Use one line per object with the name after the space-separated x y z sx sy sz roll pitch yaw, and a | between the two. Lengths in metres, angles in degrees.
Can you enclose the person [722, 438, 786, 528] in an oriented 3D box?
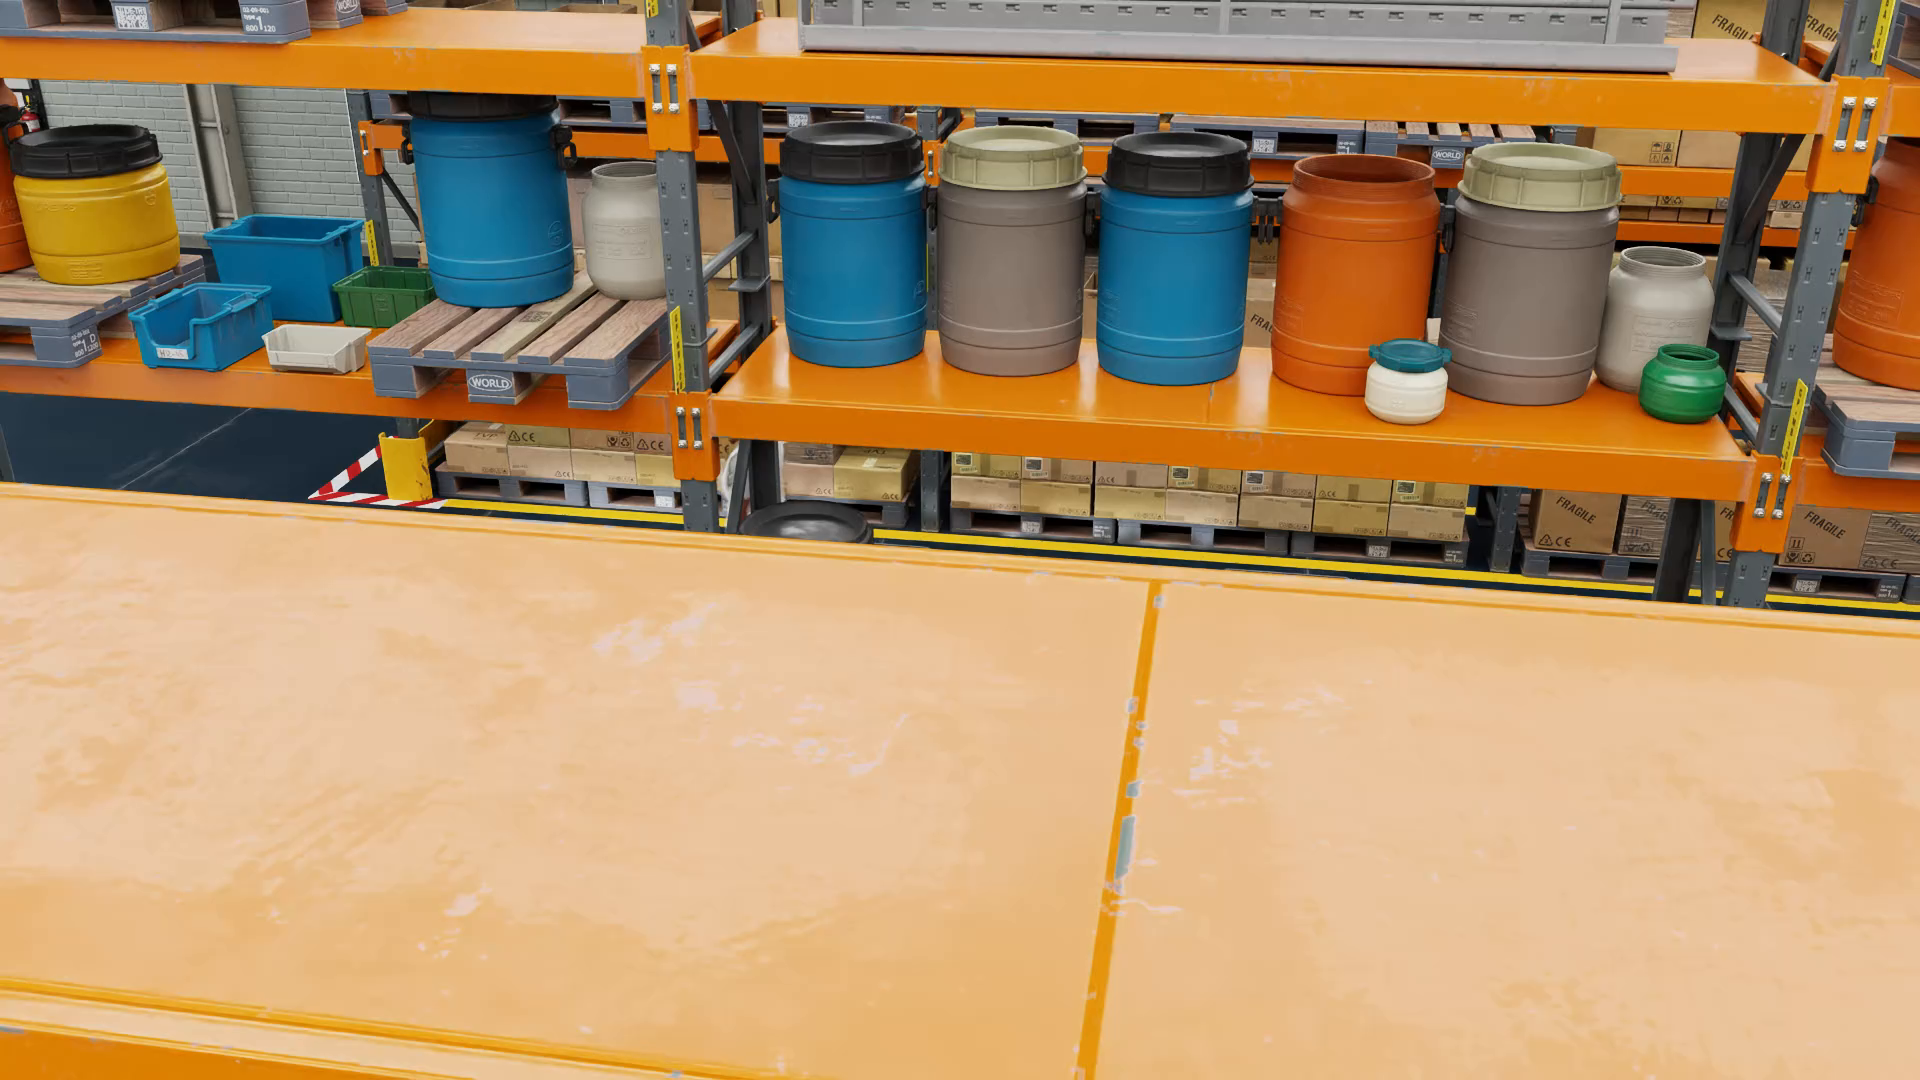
-1.261 -0.047 9.994 0.442 1.741 0.569 5 25 10 | person
